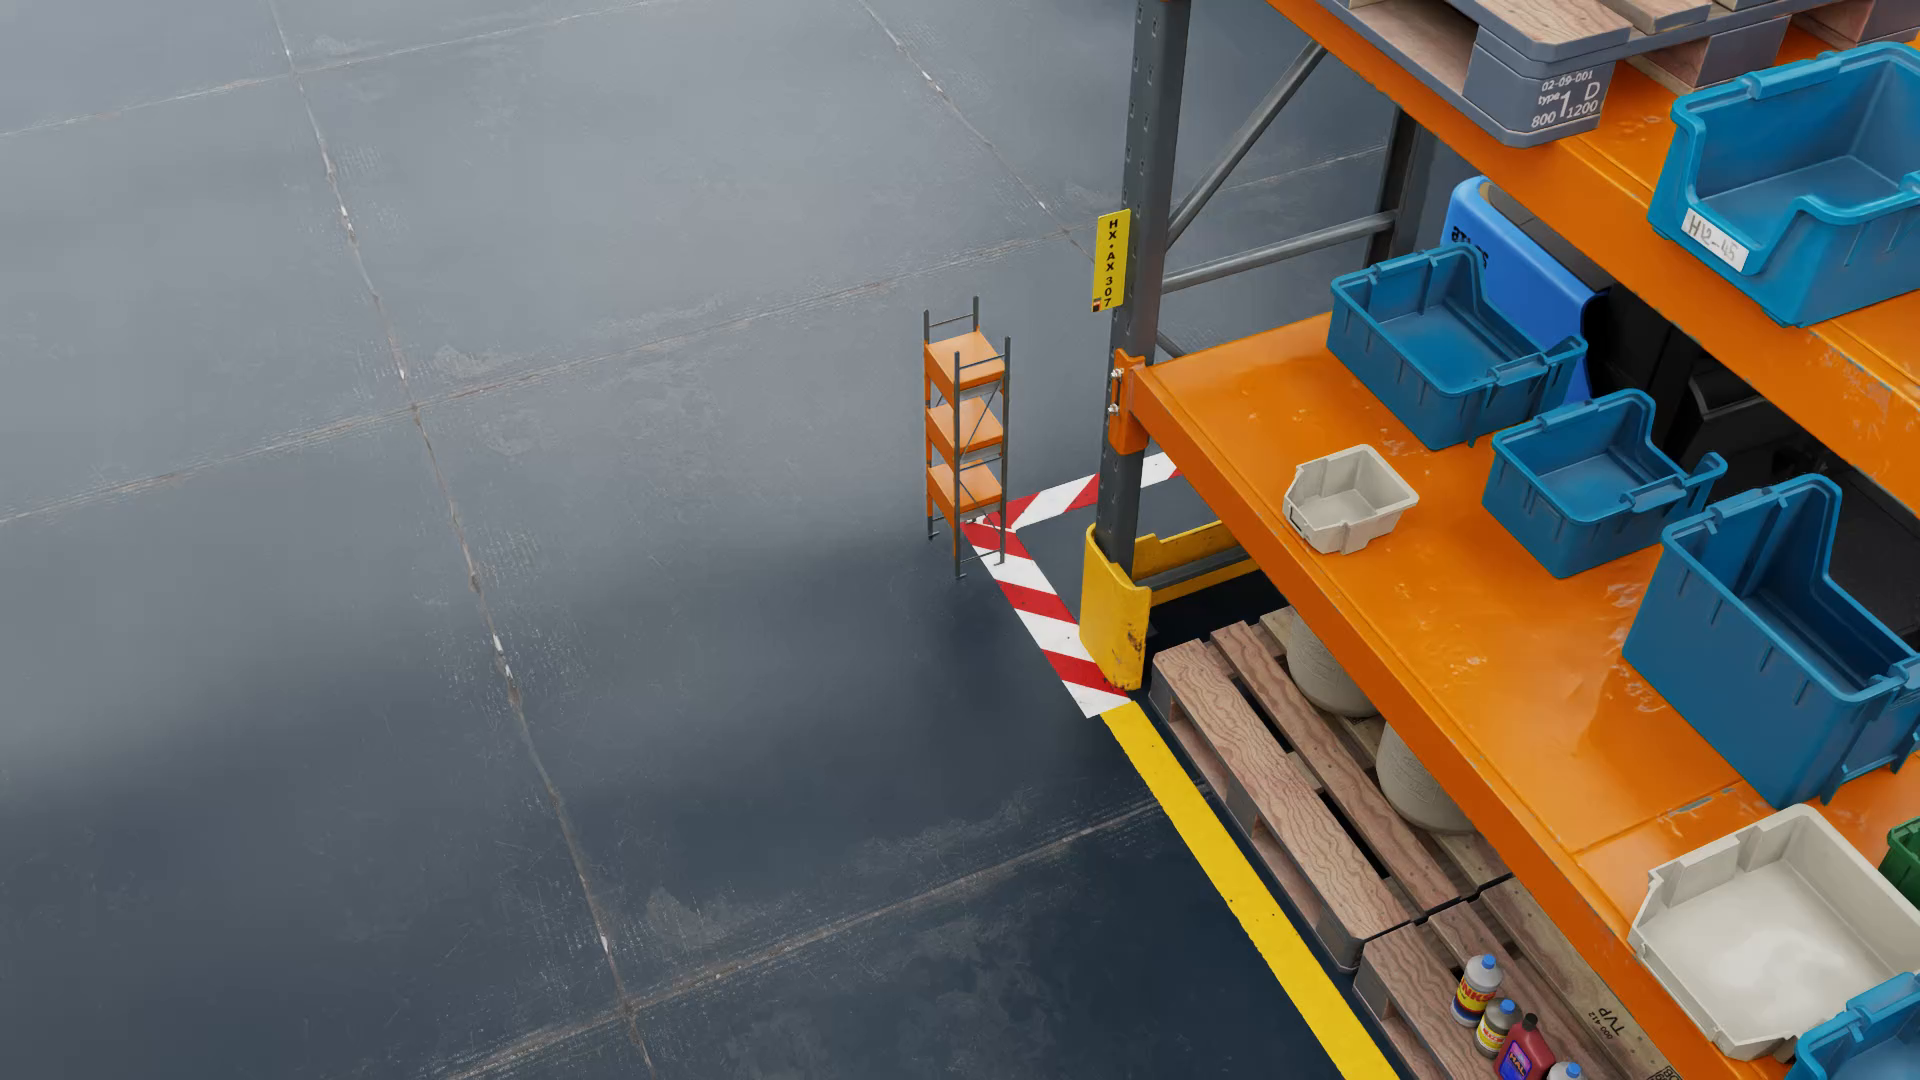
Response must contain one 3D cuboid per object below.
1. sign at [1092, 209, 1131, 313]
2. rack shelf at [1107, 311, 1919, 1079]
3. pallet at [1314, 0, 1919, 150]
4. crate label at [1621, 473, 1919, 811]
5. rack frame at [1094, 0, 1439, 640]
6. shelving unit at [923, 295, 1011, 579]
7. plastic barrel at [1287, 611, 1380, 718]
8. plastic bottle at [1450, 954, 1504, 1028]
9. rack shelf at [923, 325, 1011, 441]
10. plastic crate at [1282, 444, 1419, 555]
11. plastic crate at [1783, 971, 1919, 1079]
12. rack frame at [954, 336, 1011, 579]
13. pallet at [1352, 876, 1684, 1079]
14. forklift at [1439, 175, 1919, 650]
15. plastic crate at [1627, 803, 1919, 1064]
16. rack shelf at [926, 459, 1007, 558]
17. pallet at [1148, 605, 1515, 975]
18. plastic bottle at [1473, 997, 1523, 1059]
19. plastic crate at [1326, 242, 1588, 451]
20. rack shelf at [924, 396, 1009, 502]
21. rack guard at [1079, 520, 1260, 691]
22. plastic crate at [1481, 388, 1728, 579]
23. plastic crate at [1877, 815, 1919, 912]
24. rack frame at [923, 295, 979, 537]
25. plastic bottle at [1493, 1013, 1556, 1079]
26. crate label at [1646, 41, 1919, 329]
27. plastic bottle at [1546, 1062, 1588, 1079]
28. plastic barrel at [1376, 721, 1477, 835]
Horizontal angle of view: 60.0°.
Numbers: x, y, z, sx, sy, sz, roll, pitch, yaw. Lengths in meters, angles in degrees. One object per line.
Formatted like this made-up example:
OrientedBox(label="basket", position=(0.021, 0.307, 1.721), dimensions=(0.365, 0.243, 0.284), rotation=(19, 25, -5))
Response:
OrientedBox(label="sign", position=(0.428, -0.789, 4.717), dimensions=(0.100, 0.325, 0.005), rotation=(-18, 47, -17))
OrientedBox(label="rack shelf", position=(1.770, 0.680, 3.937), dimensions=(1.077, 0.370, 4.000), rotation=(-18, 47, -17))
OrientedBox(label="pallet", position=(1.188, -1.295, 3.425), dimensions=(1.003, 0.211, 1.213), rotation=(-18, 47, -17))
OrientedBox(label="crate label", position=(1.948, 0.230, 3.856), dimensions=(0.502, 0.435, 0.616), rotation=(-18, 47, -17))
OrientedBox(label="rack frame", position=(0.929, -0.850, 4.976), dimensions=(1.000, 3.000, 0.127), rotation=(-18, 47, -17))
OrientedBox(label="shelving unit", position=(0.022, -0.340, 5.847), dimensions=(0.215, 1.050, 0.252), rotation=(-18, 47, -17))
OrientedBox(label="plastic barrel", position=(1.275, 0.283, 5.300), dimensions=(0.421, 0.512, 0.421), rotation=(0, 45, 0))
OrientedBox(label="plastic bottle", position=(1.408, 1.212, 4.516), dimensions=(0.097, 0.271, 0.097), rotation=(0, 45, 0))
OrientedBox(label="rack shelf", position=(0.022, -0.534, 5.655), dimensions=(0.215, 0.259, 0.240), rotation=(-18, 47, -17))
OrientedBox(label="plastic crate", position=(1.013, -0.091, 4.394), dimensions=(0.298, 0.136, 0.250), rotation=(-18, 47, -17))
OrientedBox(label="plastic crate", position=(1.899, 1.127, 3.078), dimensions=(0.499, 0.251, 0.616), rotation=(-18, 47, -17))
OrientedBox(label="rack frame", position=(0.073, -0.262, 5.768), dimensions=(0.200, 1.050, 0.008), rotation=(-18, 47, -17))
OrientedBox(label="pallet", position=(1.849, 1.472, 4.607), dimensions=(1.003, 0.211, 1.213), rotation=(-18, 47, -17))
OrientedBox(label="forklift", position=(2.827, -0.767, 4.941), dimensions=(1.130, 2.935, 3.031), rotation=(-17, 47, -17))
OrientedBox(label="plastic crate", position=(1.698, 0.833, 3.458), dimensions=(0.530, 0.136, 0.437), rotation=(-18, 47, -17))
OrientedBox(label="rack shelf", position=(0.022, -0.134, 6.049), dimensions=(0.215, 0.259, 0.240), rotation=(-18, 47, -17))
OrientedBox(label="pallet", position=(1.340, 0.696, 5.394), dimensions=(1.003, 0.211, 1.213), rotation=(-18, 47, -17))
OrientedBox(label="plastic bottle", position=(1.452, 1.303, 4.473), dimensions=(0.097, 0.201, 0.097), rotation=(0, 45, 0))
OrientedBox(label="plastic crate", position=(1.411, -0.567, 4.795), dimensions=(0.499, 0.251, 0.616), rotation=(-18, 47, -17))
OrientedBox(label="rack shelf", position=(0.022, -0.332, 5.854), dimensions=(0.215, 0.259, 0.240), rotation=(-18, 47, -17))
OrientedBox(label="rack guard", position=(1.003, 0.074, 5.819), dimensions=(1.175, 0.500, 0.348), rotation=(-18, 47, -17))
OrientedBox(label="plastic crate", position=(1.679, -0.151, 4.374), dimensions=(0.499, 0.251, 0.408), rotation=(-18, 47, -17))
OrientedBox(label="plastic crate", position=(2.296, 0.826, 3.428), dimensions=(0.450, 0.188, 0.662), rotation=(-18, 47, -17))
OrientedBox(label="rack frame", position=(-0.029, -0.417, 5.925), dimensions=(0.200, 1.050, 0.008), rotation=(-18, 47, -17))
OrientedBox(label="plastic bottle", position=(1.487, 1.357, 4.360), dimensions=(0.061, 0.283, 0.133), rotation=(-17, 47, -17))
OrientedBox(label="crate label", position=(1.416, -0.575, 2.667), dimensions=(0.502, 0.251, 0.408), rotation=(-18, 47, -17))
OrientedBox(label="plastic bottle", position=(1.553, 1.430, 4.294), dimensions=(0.097, 0.271, 0.097), rotation=(0, 45, 0))
OrientedBox(label="plastic barrel", position=(1.486, 0.602, 4.977), dimensions=(0.421, 0.512, 0.421), rotation=(0, 45, 0))
